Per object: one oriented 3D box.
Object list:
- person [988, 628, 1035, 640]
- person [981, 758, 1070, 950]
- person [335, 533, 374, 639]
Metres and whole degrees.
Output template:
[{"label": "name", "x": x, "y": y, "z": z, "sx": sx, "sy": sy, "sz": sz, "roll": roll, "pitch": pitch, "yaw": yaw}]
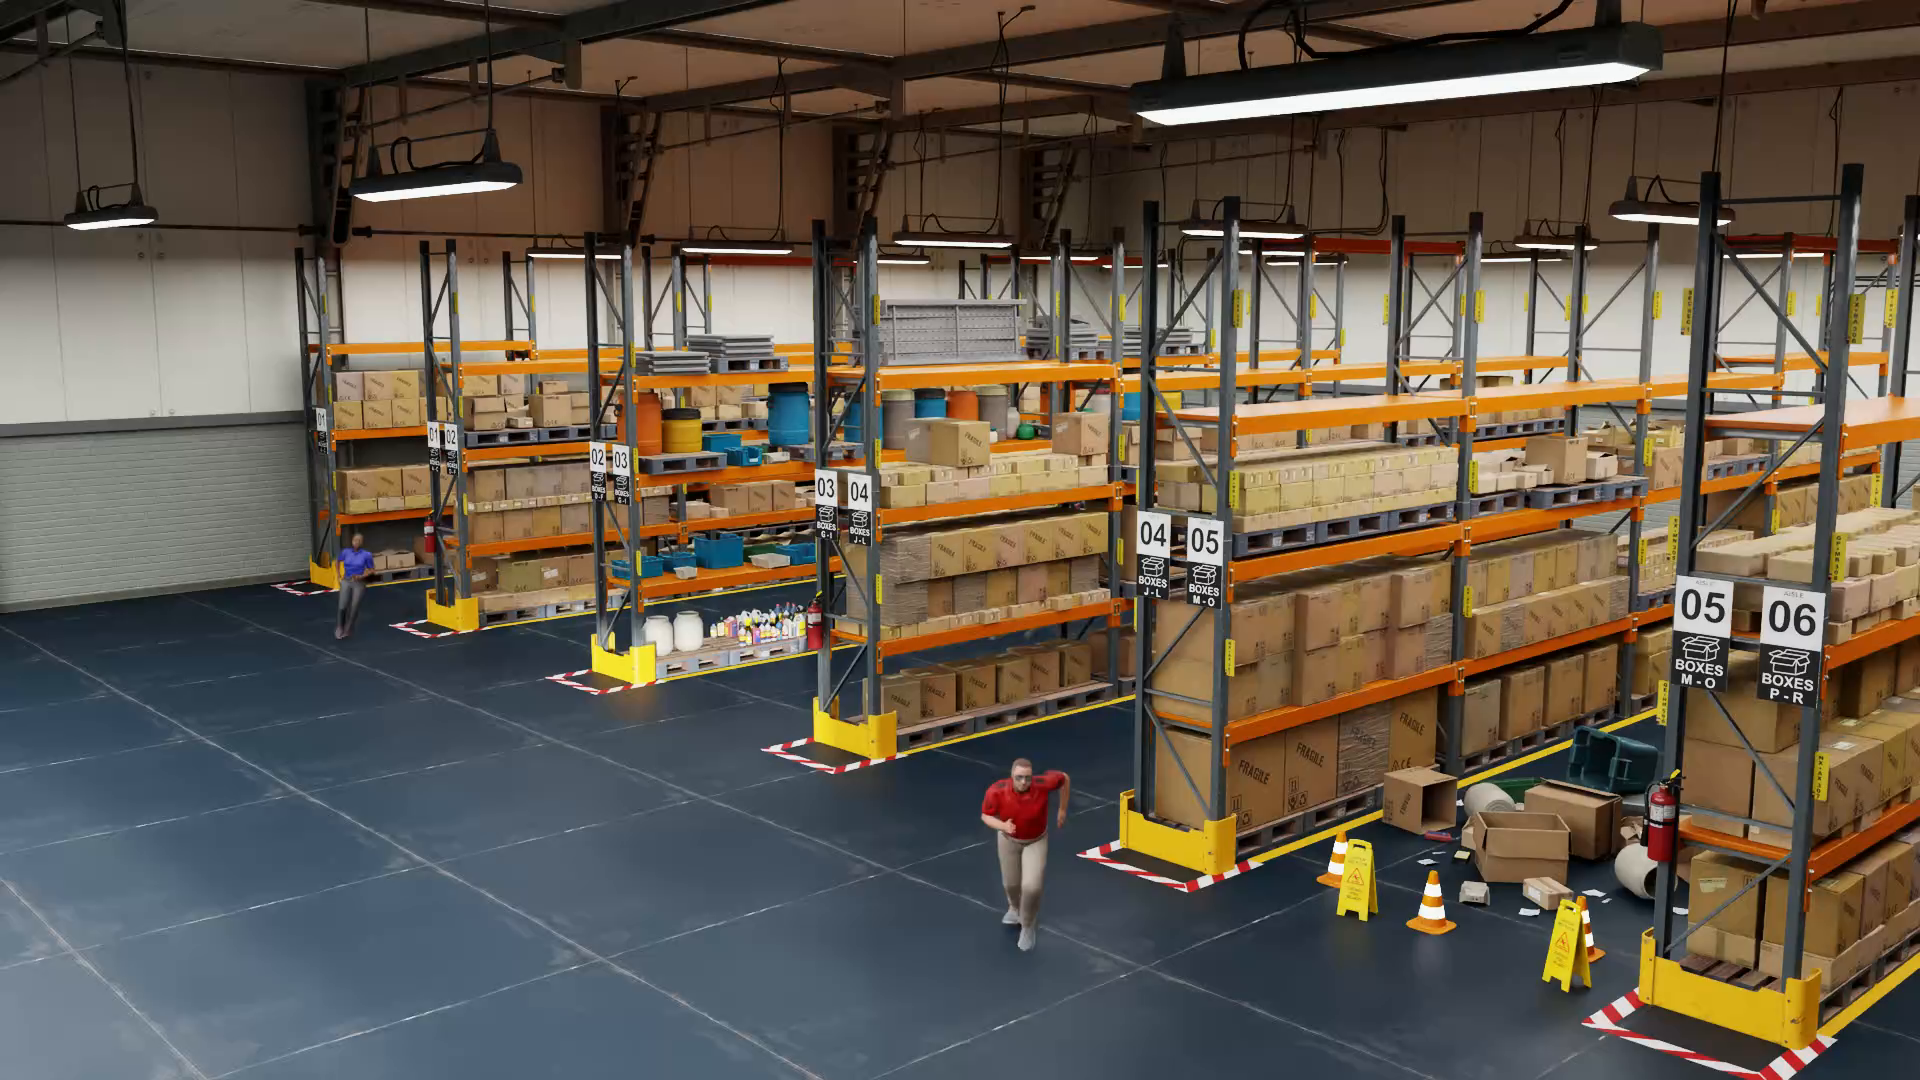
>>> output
[{"label": "person", "x": 0.739, "y": 0.603, "z": 23.686, "sx": 0.615, "sy": 1.703, "sz": 0.862, "roll": 8, "pitch": 11, "yaw": 42}, {"label": "person", "x": 0.522, "y": 2.466, "z": 13.287, "sx": 0.699, "sy": 1.657, "sz": 1.013, "roll": 0, "pitch": 8, "yaw": 2}, {"label": "person", "x": -9.154, "y": 0.694, "z": 25.103, "sx": 0.620, "sy": 1.604, "sz": 0.592, "roll": -2, "pitch": 9, "yaw": -16}]
